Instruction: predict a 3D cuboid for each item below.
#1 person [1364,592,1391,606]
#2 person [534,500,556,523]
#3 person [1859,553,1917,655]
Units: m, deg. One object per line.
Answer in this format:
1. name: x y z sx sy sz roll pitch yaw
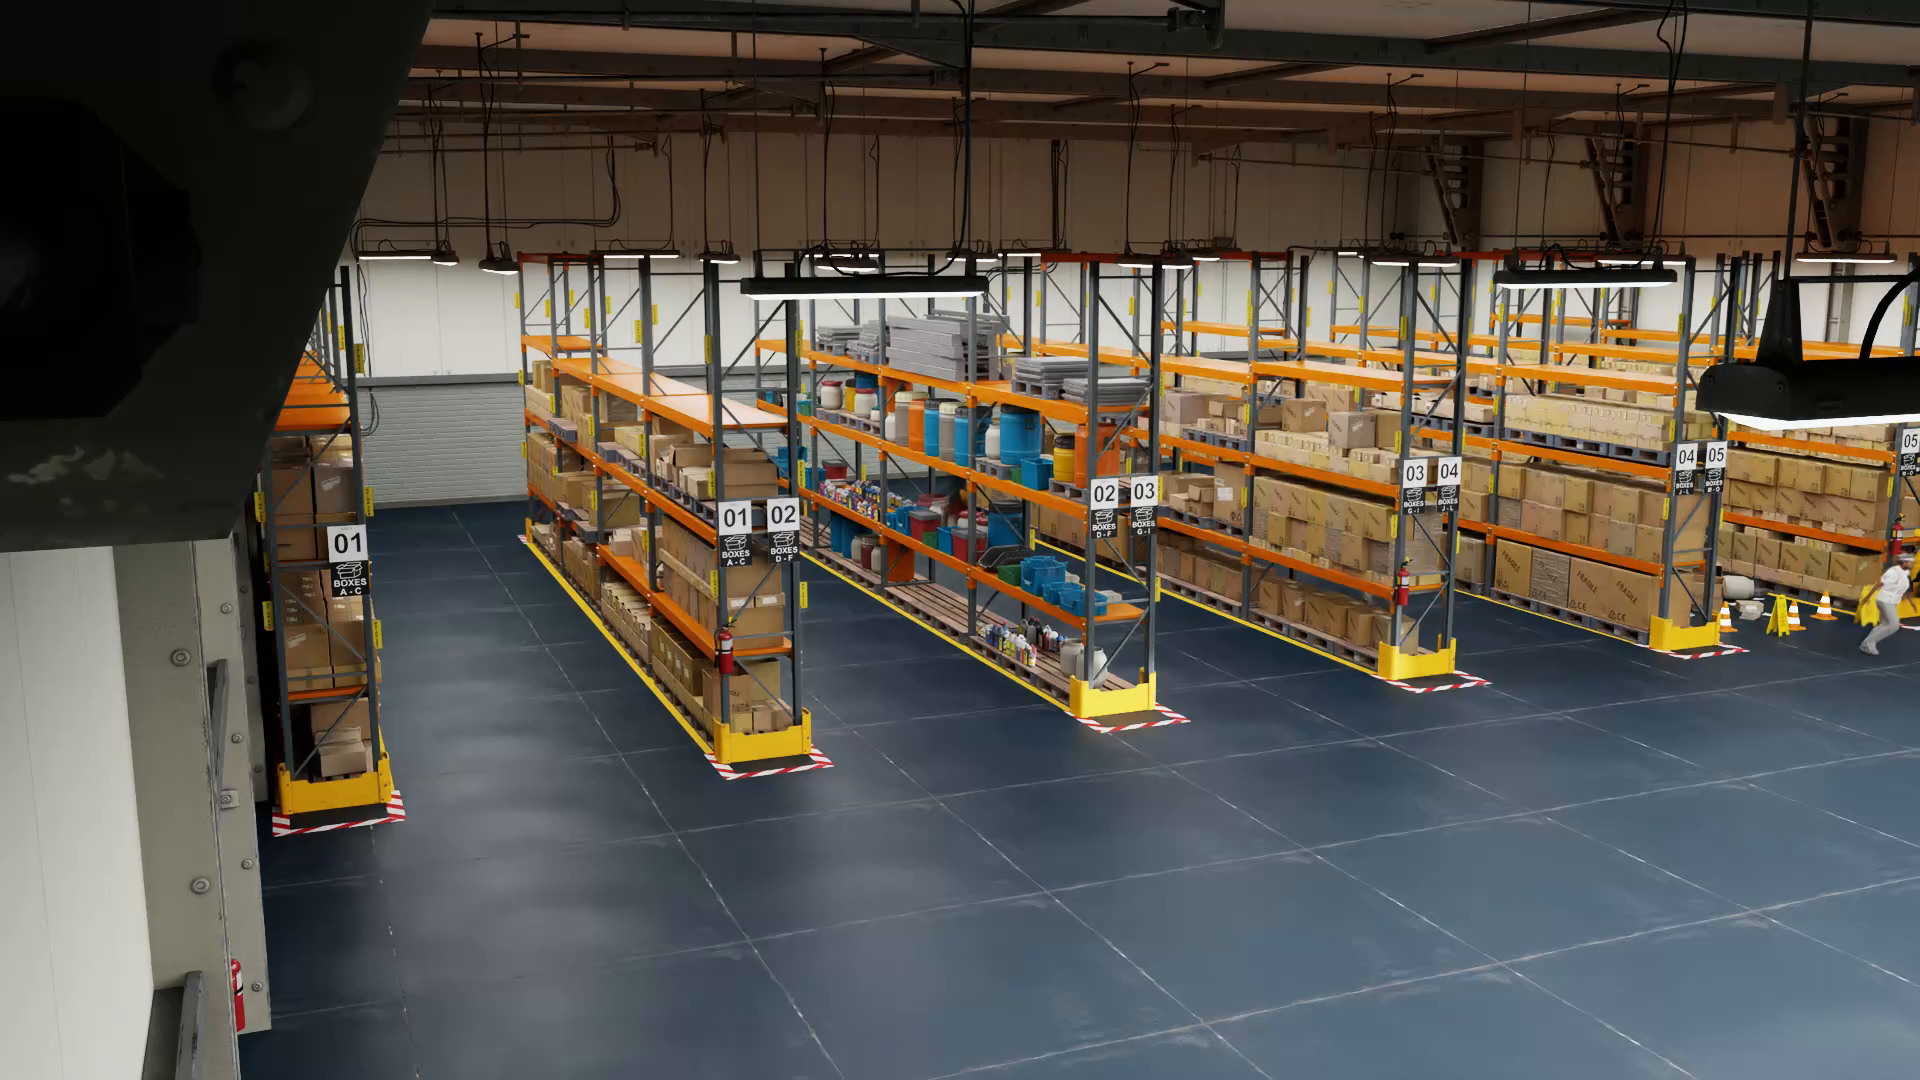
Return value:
1. person: 7.301 0.459 28.314 0.609 1.504 1.070 -5 11 -24
2. person: -8.965 -1.038 36.009 0.733 1.756 0.671 -4 11 -21
3. person: 14.135 0.969 25.284 0.583 1.612 0.675 -9 14 -40
